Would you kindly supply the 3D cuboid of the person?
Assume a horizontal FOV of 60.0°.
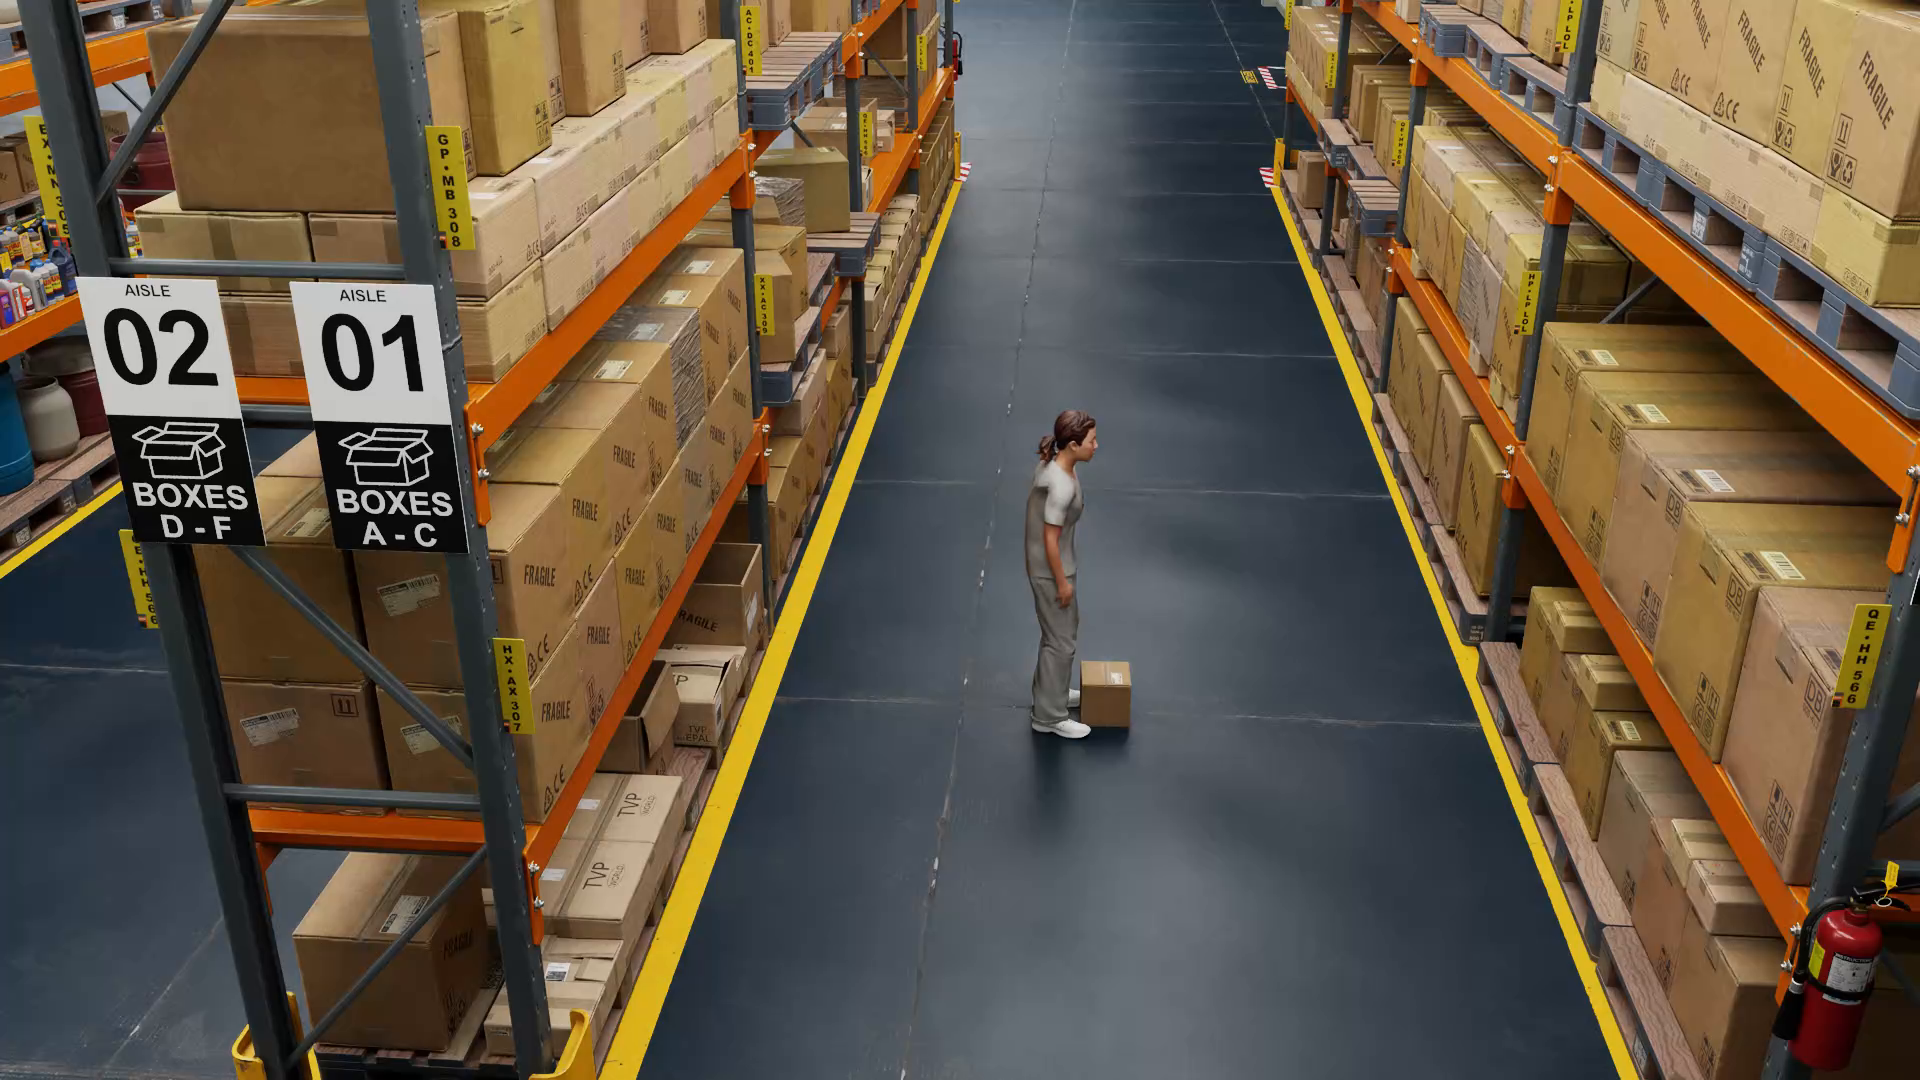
[{"bbox_3d":[0.506,0.147,8.286,0.348,1.672,0.485,2,25,4],"label":"person"}]
